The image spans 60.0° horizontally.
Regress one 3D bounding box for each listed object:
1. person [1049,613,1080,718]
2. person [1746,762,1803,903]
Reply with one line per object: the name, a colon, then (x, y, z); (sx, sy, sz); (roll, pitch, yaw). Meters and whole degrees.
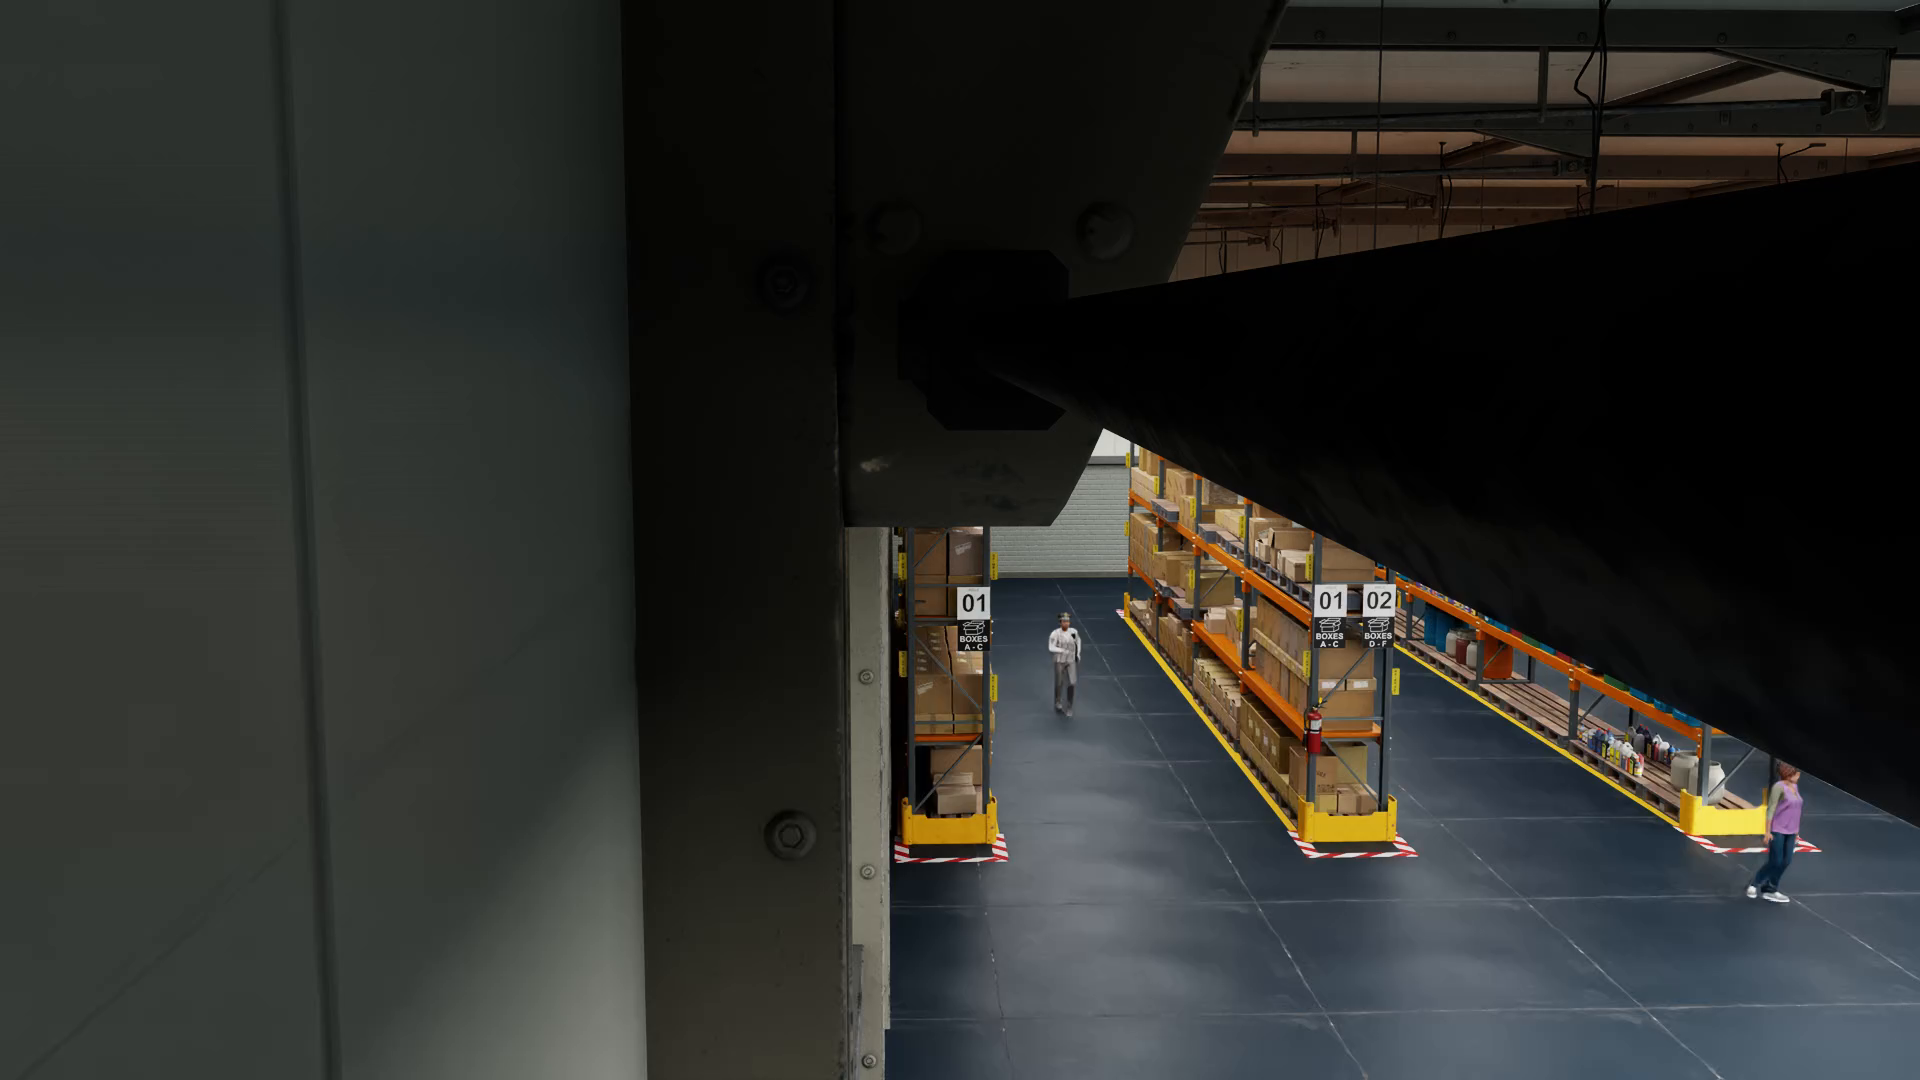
person: (1.715, 2.027, 27.148); (0.582, 1.739, 0.811); (-1, 7, -7)
person: (8.979, 3.212, 18.324); (0.541, 1.582, 0.433); (-5, 9, -35)
